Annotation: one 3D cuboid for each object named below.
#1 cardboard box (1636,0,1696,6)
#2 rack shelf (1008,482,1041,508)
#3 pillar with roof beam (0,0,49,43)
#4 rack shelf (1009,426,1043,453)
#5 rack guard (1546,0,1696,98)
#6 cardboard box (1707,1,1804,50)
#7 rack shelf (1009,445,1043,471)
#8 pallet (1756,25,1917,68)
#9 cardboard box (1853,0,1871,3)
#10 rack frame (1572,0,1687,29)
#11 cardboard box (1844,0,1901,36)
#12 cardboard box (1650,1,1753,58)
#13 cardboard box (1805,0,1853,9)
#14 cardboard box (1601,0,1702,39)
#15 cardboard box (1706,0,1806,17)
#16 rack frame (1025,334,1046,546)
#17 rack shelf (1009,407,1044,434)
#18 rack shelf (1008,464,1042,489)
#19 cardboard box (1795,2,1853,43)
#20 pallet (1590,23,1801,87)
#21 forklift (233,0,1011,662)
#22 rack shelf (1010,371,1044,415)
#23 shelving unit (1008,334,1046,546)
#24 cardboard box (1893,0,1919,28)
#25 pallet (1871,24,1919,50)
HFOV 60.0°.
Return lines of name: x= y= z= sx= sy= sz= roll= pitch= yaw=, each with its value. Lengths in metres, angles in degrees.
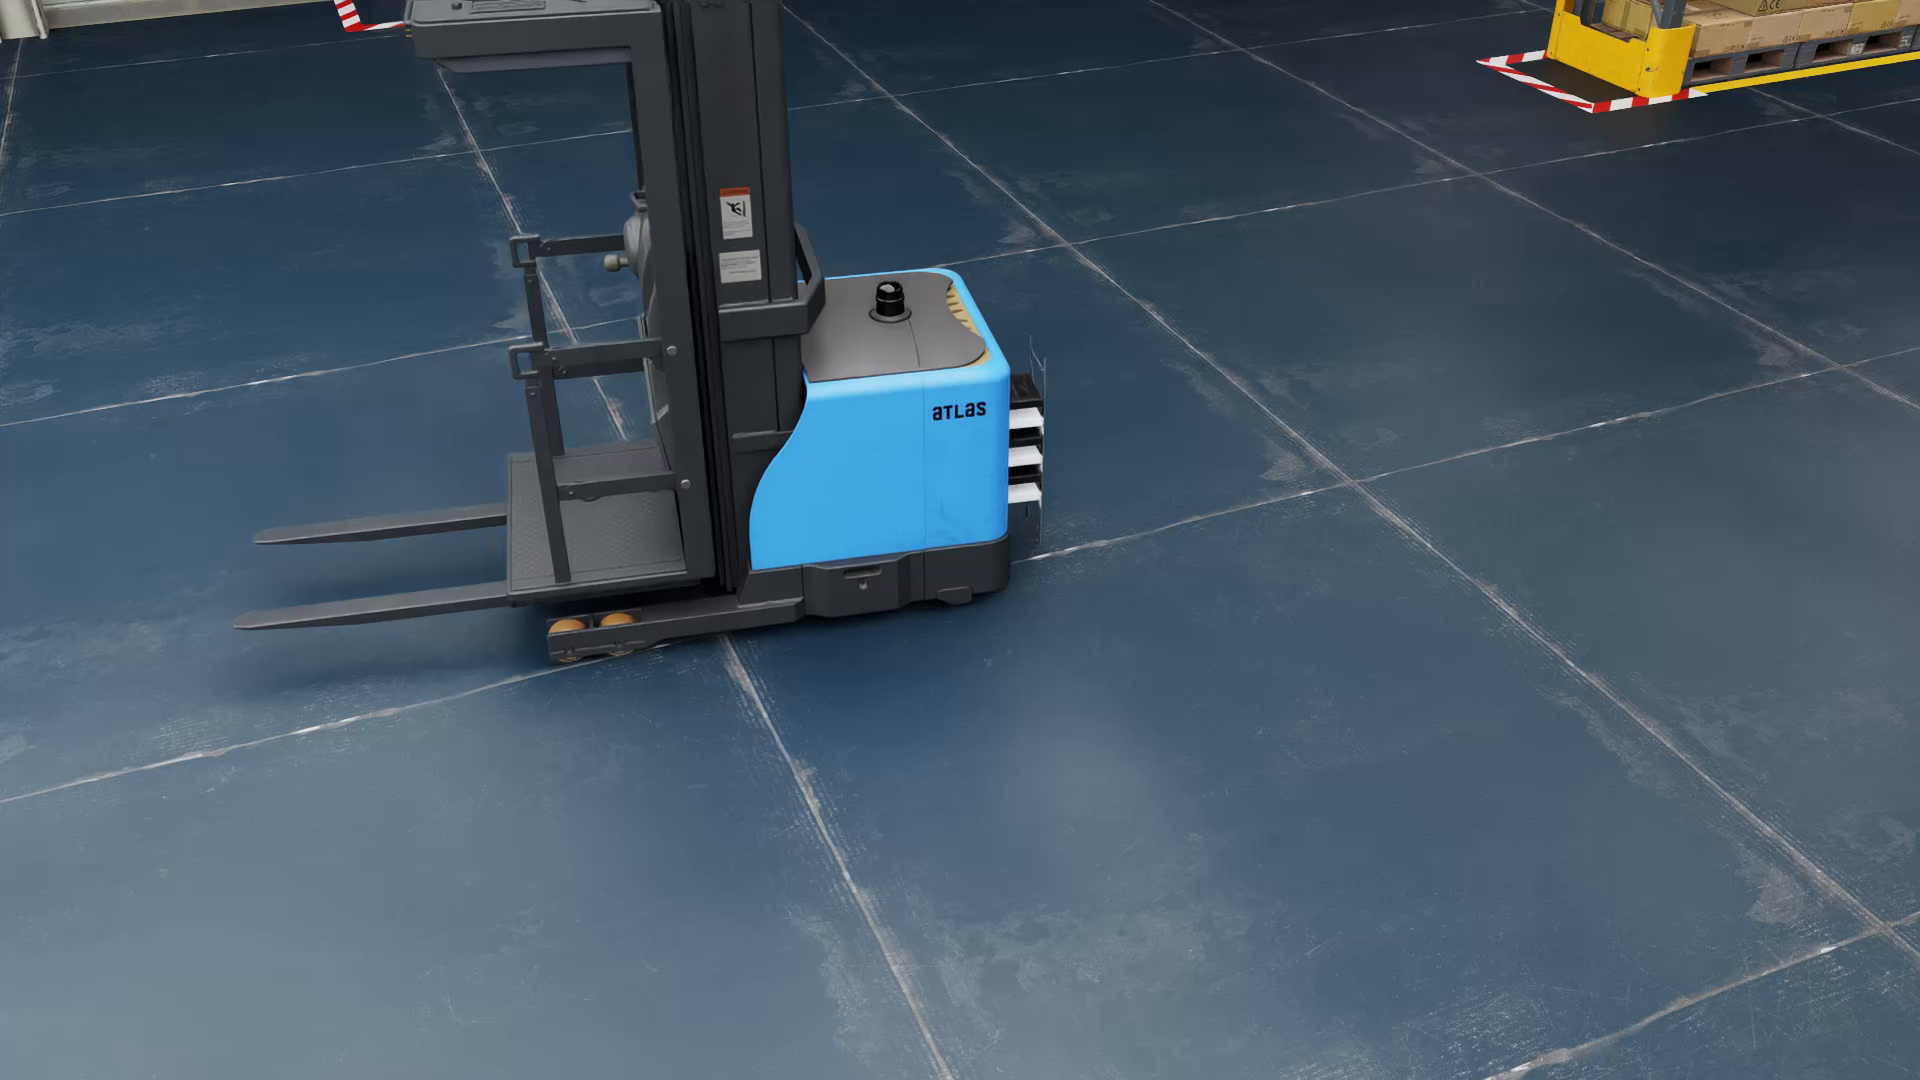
cardboard box: x=5.392 y=-4.440 z=12.771 sx=0.500 sy=0.500 sz=0.500 roll=-13 pitch=35 yaw=-19
rack shelf: x=0.221 y=-0.224 z=7.161 sx=0.200 sy=0.077 sz=0.258 roll=-7 pitch=34 yaw=-11
pillar with roof beam: x=-5.996 y=-5.728 z=7.802 sx=0.400 sy=9.000 sz=9.100 roll=-13 pitch=35 yaw=-19
rack shelf: x=0.221 y=-0.451 z=7.014 sx=0.200 sy=0.077 sz=0.258 roll=-7 pitch=34 yaw=-11
rack guard: x=4.990 y=-3.786 z=12.611 sx=0.348 sy=0.500 sz=1.175 roll=-13 pitch=35 yaw=-19
cardboard box: x=6.053 y=-3.971 z=12.739 sx=0.500 sy=0.250 sz=0.500 roll=-13 pitch=35 yaw=-19
rack shelf: x=0.221 y=-0.375 z=7.063 sx=0.200 sy=0.077 sz=0.258 roll=-7 pitch=34 yaw=-11
pallet: x=6.824 y=-4.108 z=13.370 sx=1.213 sy=0.211 sz=1.003 roll=-13 pitch=35 yaw=-19
cardboard box: x=6.977 y=-4.493 z=12.854 sx=0.500 sy=0.500 sz=0.500 roll=-13 pitch=35 yaw=-19
rack frame: x=5.012 y=-4.839 z=11.937 sx=0.127 sy=3.000 sz=1.000 roll=-13 pitch=35 yaw=-19
cardboard box: x=6.977 y=-4.180 z=13.060 sx=0.500 sy=0.250 sz=0.500 roll=-13 pitch=35 yaw=-19
cardboard box: x=5.593 y=-3.864 z=12.574 sx=0.500 sy=0.250 sz=0.500 roll=-13 pitch=35 yaw=-19
cardboard box: x=6.509 y=-4.397 z=12.705 sx=0.500 sy=0.500 sz=0.500 roll=-13 pitch=35 yaw=-19
cardboard box: x=5.392 y=-4.124 z=12.974 sx=0.500 sy=0.250 sz=0.500 roll=-13 pitch=35 yaw=-19
cardboard box: x=6.053 y=-4.285 z=12.533 sx=0.500 sy=0.500 sz=0.500 roll=-13 pitch=35 yaw=-19
rack frame: x=0.320 y=-0.415 z=7.063 sx=0.006 sy=0.900 sz=0.240 roll=-7 pitch=34 yaw=-11
rack shelf: x=0.221 y=-0.526 z=6.965 sx=0.200 sy=0.077 sz=0.258 roll=-7 pitch=34 yaw=-11
rack shelf: x=0.221 y=-0.300 z=7.112 sx=0.200 sy=0.077 sz=0.258 roll=-7 pitch=34 yaw=-11
cardboard box: x=6.514 y=-4.077 z=12.901 sx=0.500 sy=0.250 sz=0.500 roll=-13 pitch=35 yaw=-19
pallet: x=5.701 y=-3.853 z=12.978 sx=1.213 sy=0.211 sz=1.003 roll=-13 pitch=35 yaw=-19
forklift: x=-1.365 y=-1.067 z=6.203 sx=3.031 sy=2.935 sz=1.130 roll=-7 pitch=34 yaw=-11
rack shelf: x=0.221 y=-0.602 z=6.915 sx=0.200 sy=0.077 sz=0.258 roll=-7 pitch=34 yaw=-11
shelving unit: x=0.221 y=-0.403 z=7.045 sx=0.210 sy=0.900 sz=0.258 roll=-7 pitch=34 yaw=-11
cardboard box: x=7.437 y=-4.286 z=13.222 sx=0.500 sy=0.250 sz=0.500 roll=-13 pitch=35 yaw=-19
pallet: x=7.951 y=-4.368 z=13.769 sx=1.213 sy=0.211 sz=1.003 roll=-13 pitch=35 yaw=-19
